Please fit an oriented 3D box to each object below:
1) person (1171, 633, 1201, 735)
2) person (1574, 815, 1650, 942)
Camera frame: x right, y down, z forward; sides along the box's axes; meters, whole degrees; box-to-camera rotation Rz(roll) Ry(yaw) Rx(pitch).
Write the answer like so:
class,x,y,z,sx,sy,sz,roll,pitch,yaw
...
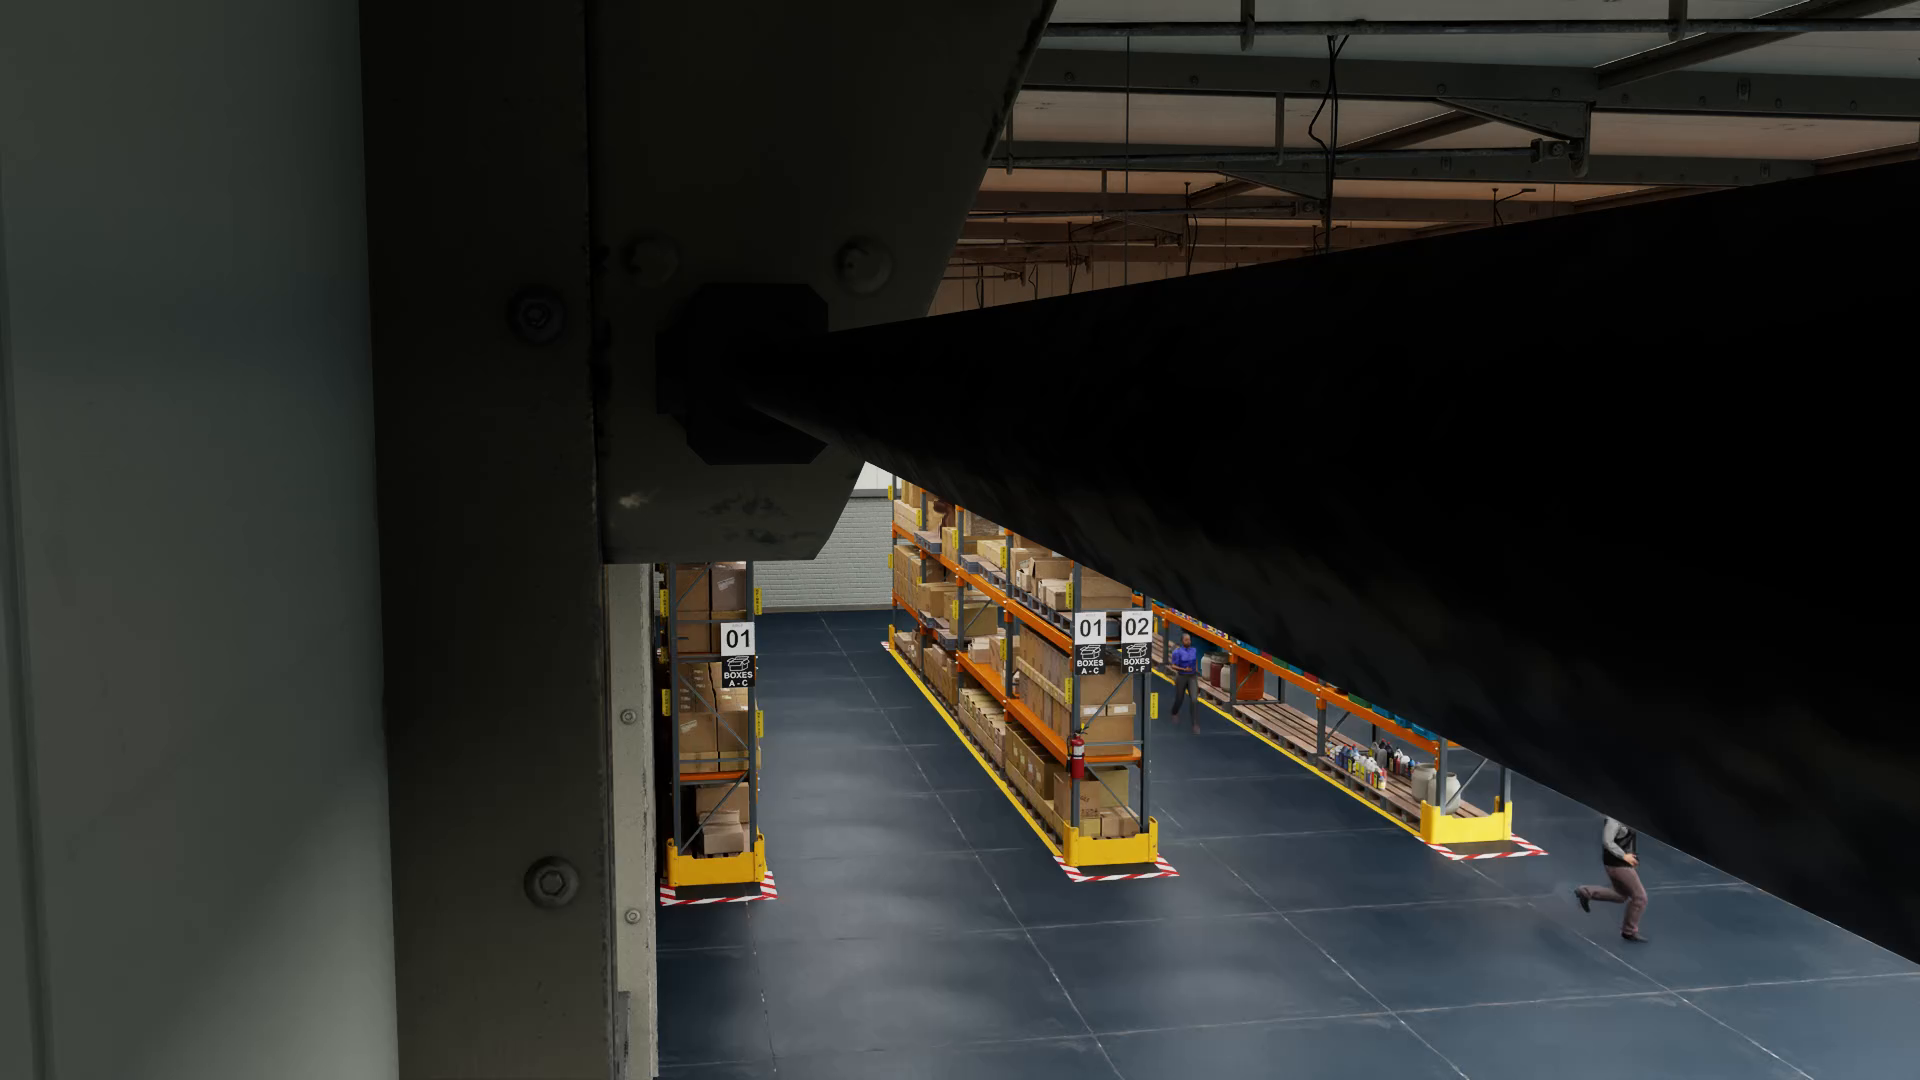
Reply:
class,x,y,z,sx,sy,sz,roll,pitch,yaw
person,3.863,2.422,28.442,0.569,1.656,0.932,-2,6,-15
person,7.177,3.546,18.237,0.794,1.686,0.665,2,7,18
